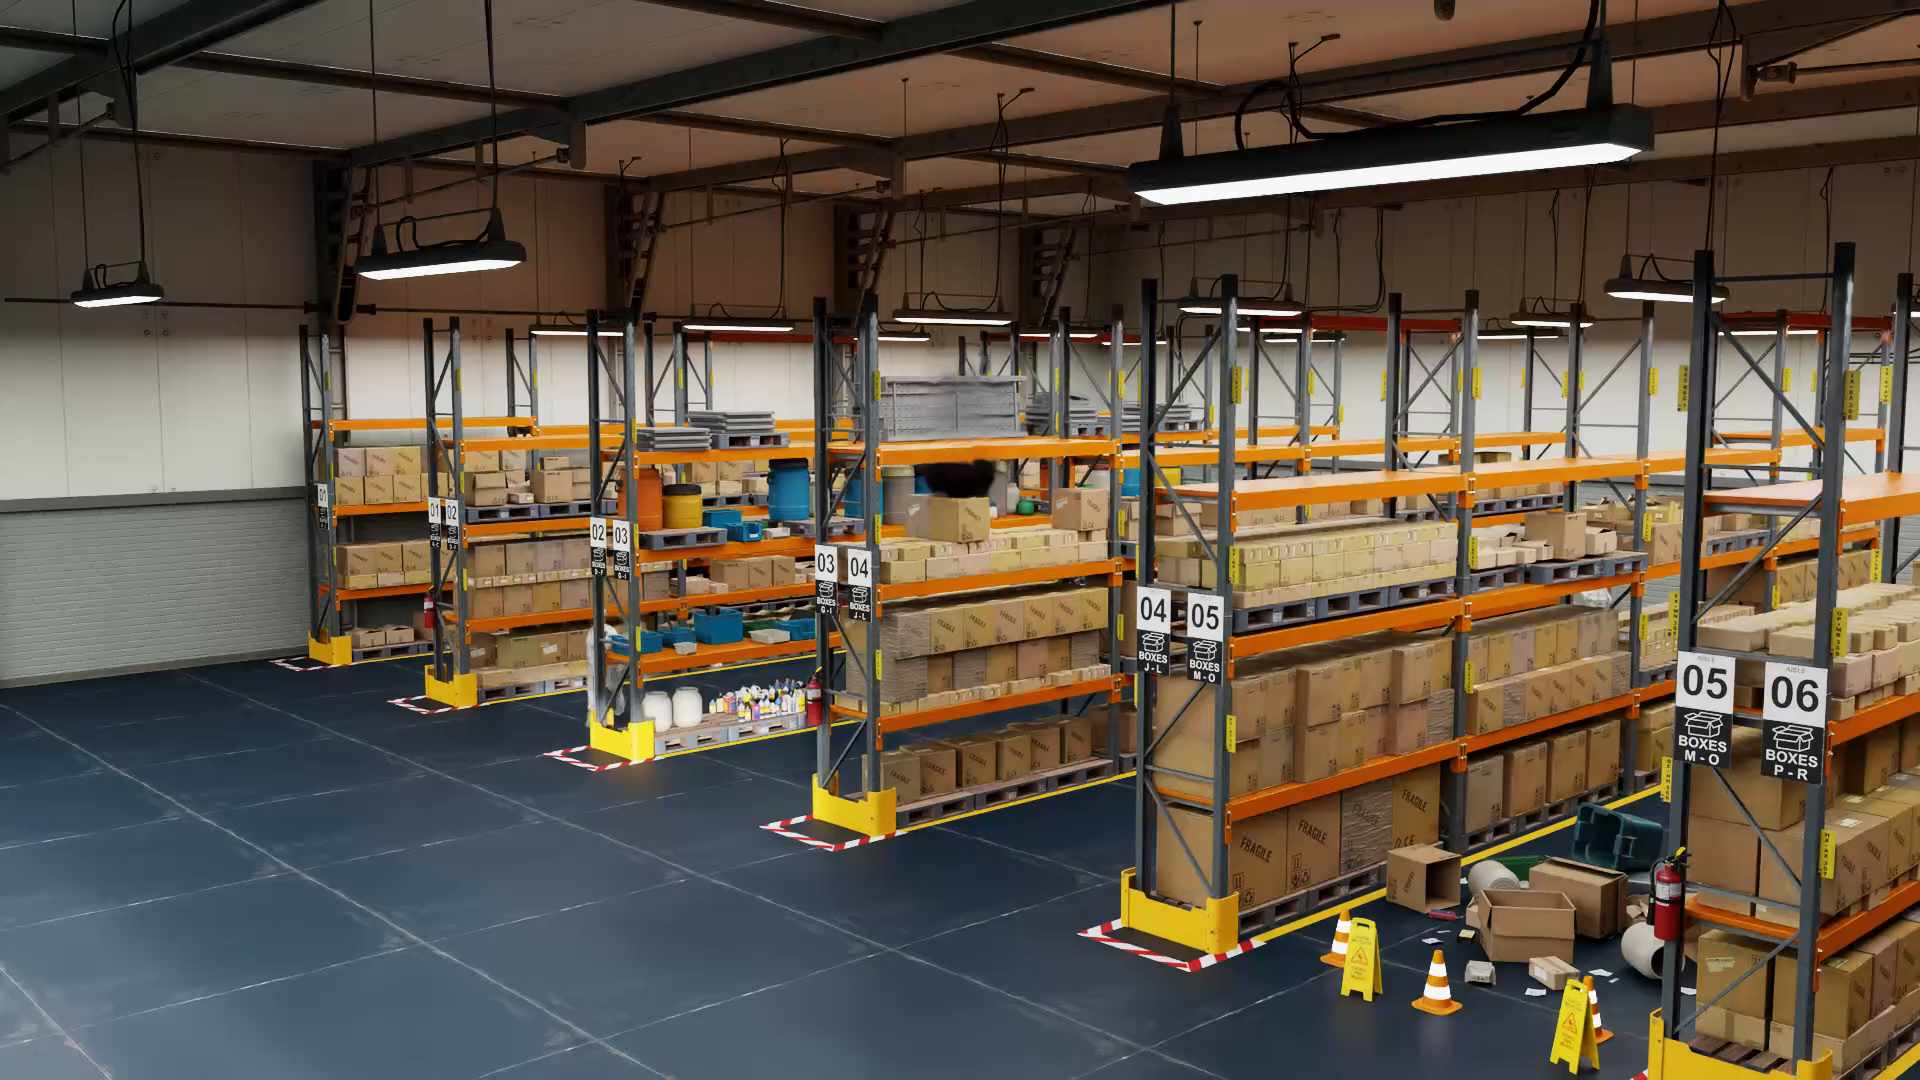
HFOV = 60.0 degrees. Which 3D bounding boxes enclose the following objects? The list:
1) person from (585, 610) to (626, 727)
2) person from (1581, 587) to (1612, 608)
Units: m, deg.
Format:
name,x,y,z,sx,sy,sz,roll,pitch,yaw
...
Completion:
name,x,y,z,sx,sy,sz,roll,pitch,yaw
person,-5.258,1.844,24.535,0.591,1.690,0.890,2,6,16
person,11.965,1.129,31.385,0.687,1.745,0.596,0,6,1
